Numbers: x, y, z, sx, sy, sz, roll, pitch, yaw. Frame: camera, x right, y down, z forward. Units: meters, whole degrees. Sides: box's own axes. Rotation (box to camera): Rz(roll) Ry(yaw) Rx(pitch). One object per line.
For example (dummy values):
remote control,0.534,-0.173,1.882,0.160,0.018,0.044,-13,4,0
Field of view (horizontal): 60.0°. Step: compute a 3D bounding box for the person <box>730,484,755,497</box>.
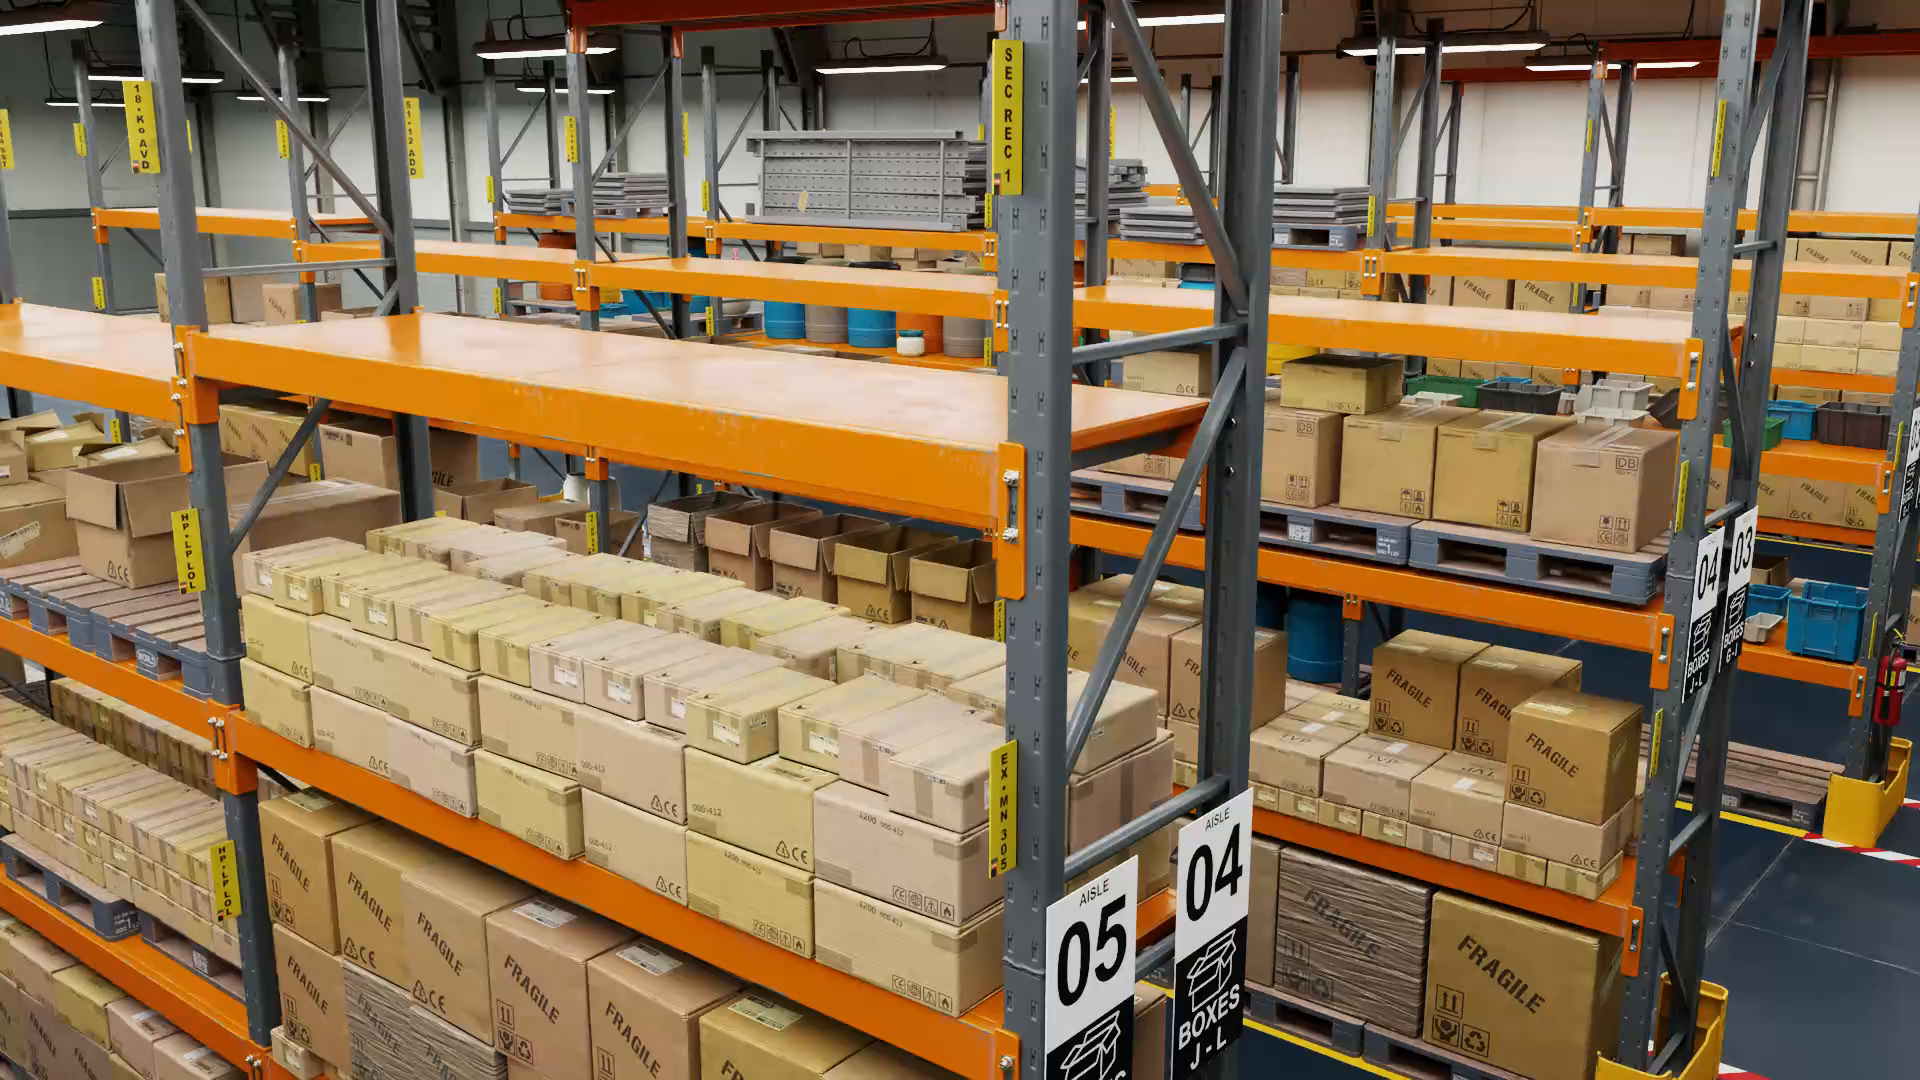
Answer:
person,-2.932,-1.030,22.241,0.485,1.627,0.471,11,17,38
